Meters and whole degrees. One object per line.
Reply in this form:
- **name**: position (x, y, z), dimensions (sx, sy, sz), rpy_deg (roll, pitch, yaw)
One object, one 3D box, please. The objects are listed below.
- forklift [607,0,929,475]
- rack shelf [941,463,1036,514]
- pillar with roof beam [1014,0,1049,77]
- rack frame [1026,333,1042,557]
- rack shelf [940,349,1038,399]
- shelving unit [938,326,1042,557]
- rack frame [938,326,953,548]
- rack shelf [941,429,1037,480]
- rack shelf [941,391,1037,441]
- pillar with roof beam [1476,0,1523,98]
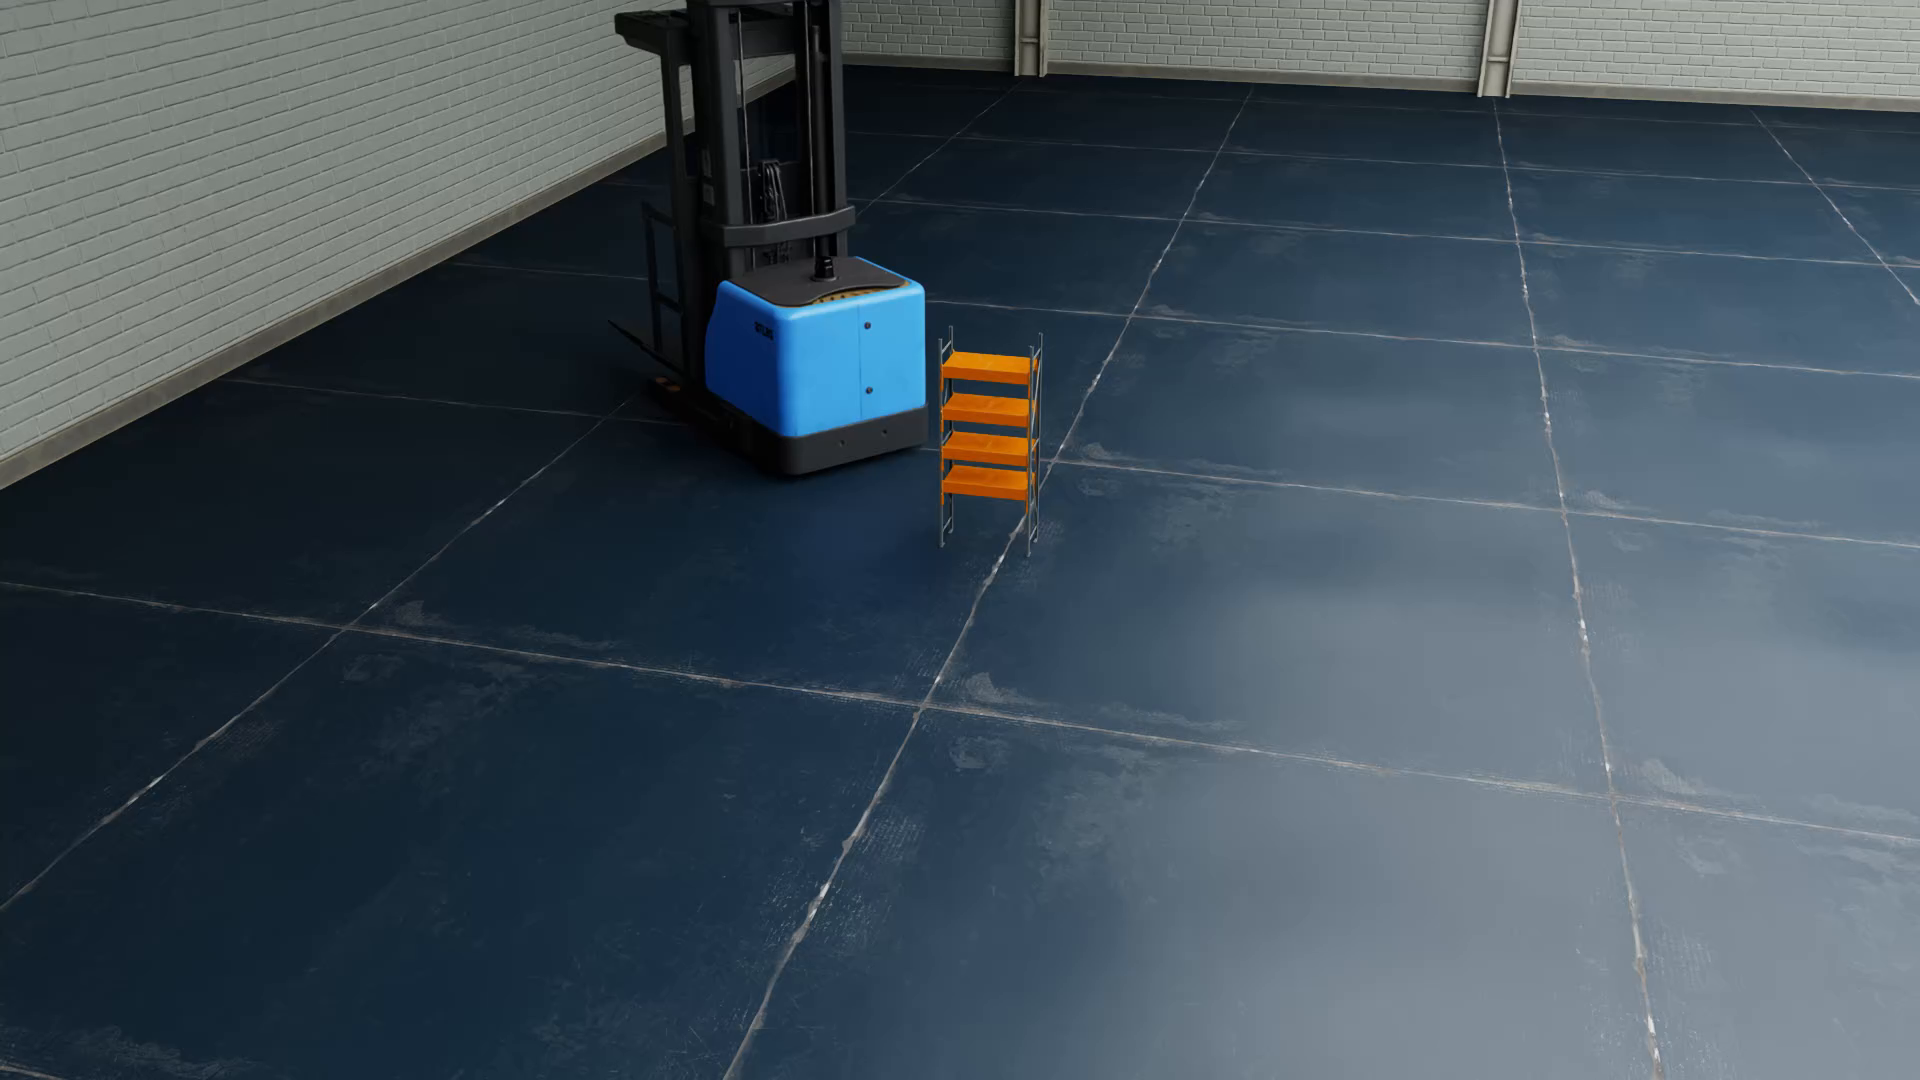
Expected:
- **forklift**: position (-1.446, -2.290, 10.649), dimensions (1.130, 2.935, 3.031), rpy_deg (-16, 30, -31)
- **rack shelf**: position (0.160, -0.284, 9.069), dimensions (0.480, 0.148, 0.258), rpy_deg (6, 26, 13)
- **pillar with roof beam**: position (-0.114, -8.565, 16.772), dimensions (0.400, 9.000, 9.100), rpy_deg (6, 26, 13)
- **rack frame**: position (0.397, -0.498, 8.900), dimensions (0.015, 1.200, 0.240), rpy_deg (6, 26, 13)
- **rack shelf**: position (0.160, -0.879, 8.786), dimensions (0.480, 0.148, 0.258), rpy_deg (6, 26, 13)
- **shelving unit**: position (0.160, -0.524, 8.955), dimensions (0.503, 1.200, 0.258), rpy_deg (6, 26, 13)
- **rack frame**: position (-0.076, -0.550, 9.010), dimensions (0.015, 1.200, 0.240), rpy_deg (6, 26, 13)
- **rack shelf**: position (0.160, -0.463, 8.984), dimensions (0.480, 0.148, 0.258), rpy_deg (6, 26, 13)
- **rack shelf**: position (0.160, -0.665, 8.888), dimensions (0.480, 0.148, 0.258), rpy_deg (6, 26, 13)
- **pillar with roof beam**: position (5.697, -7.923, 15.423), dimensions (0.400, 9.000, 9.100), rpy_deg (6, 26, 13)
